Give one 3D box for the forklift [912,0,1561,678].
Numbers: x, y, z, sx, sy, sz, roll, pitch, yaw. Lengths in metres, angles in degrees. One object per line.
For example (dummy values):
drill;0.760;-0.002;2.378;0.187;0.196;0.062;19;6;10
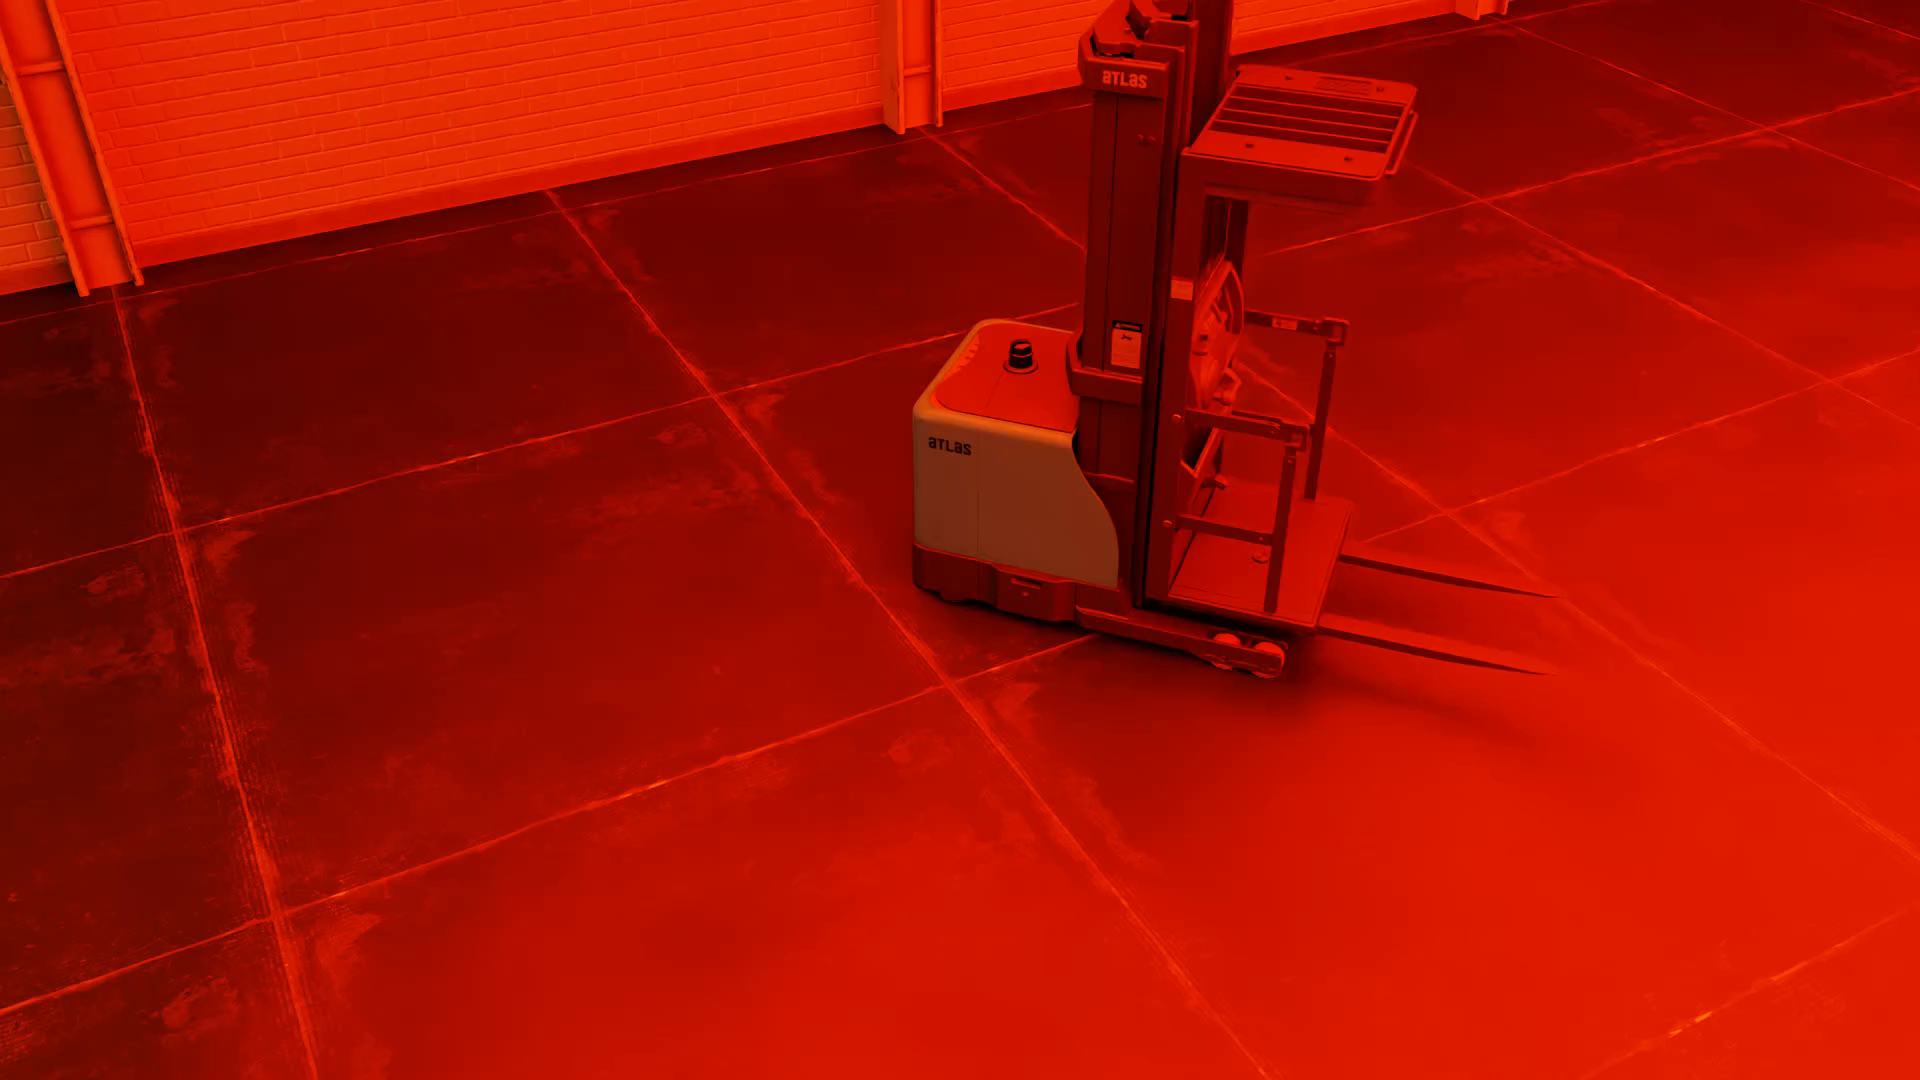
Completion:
forklift;1.335;-0.901;7.397;3.031;2.935;1.130;12;37;16
